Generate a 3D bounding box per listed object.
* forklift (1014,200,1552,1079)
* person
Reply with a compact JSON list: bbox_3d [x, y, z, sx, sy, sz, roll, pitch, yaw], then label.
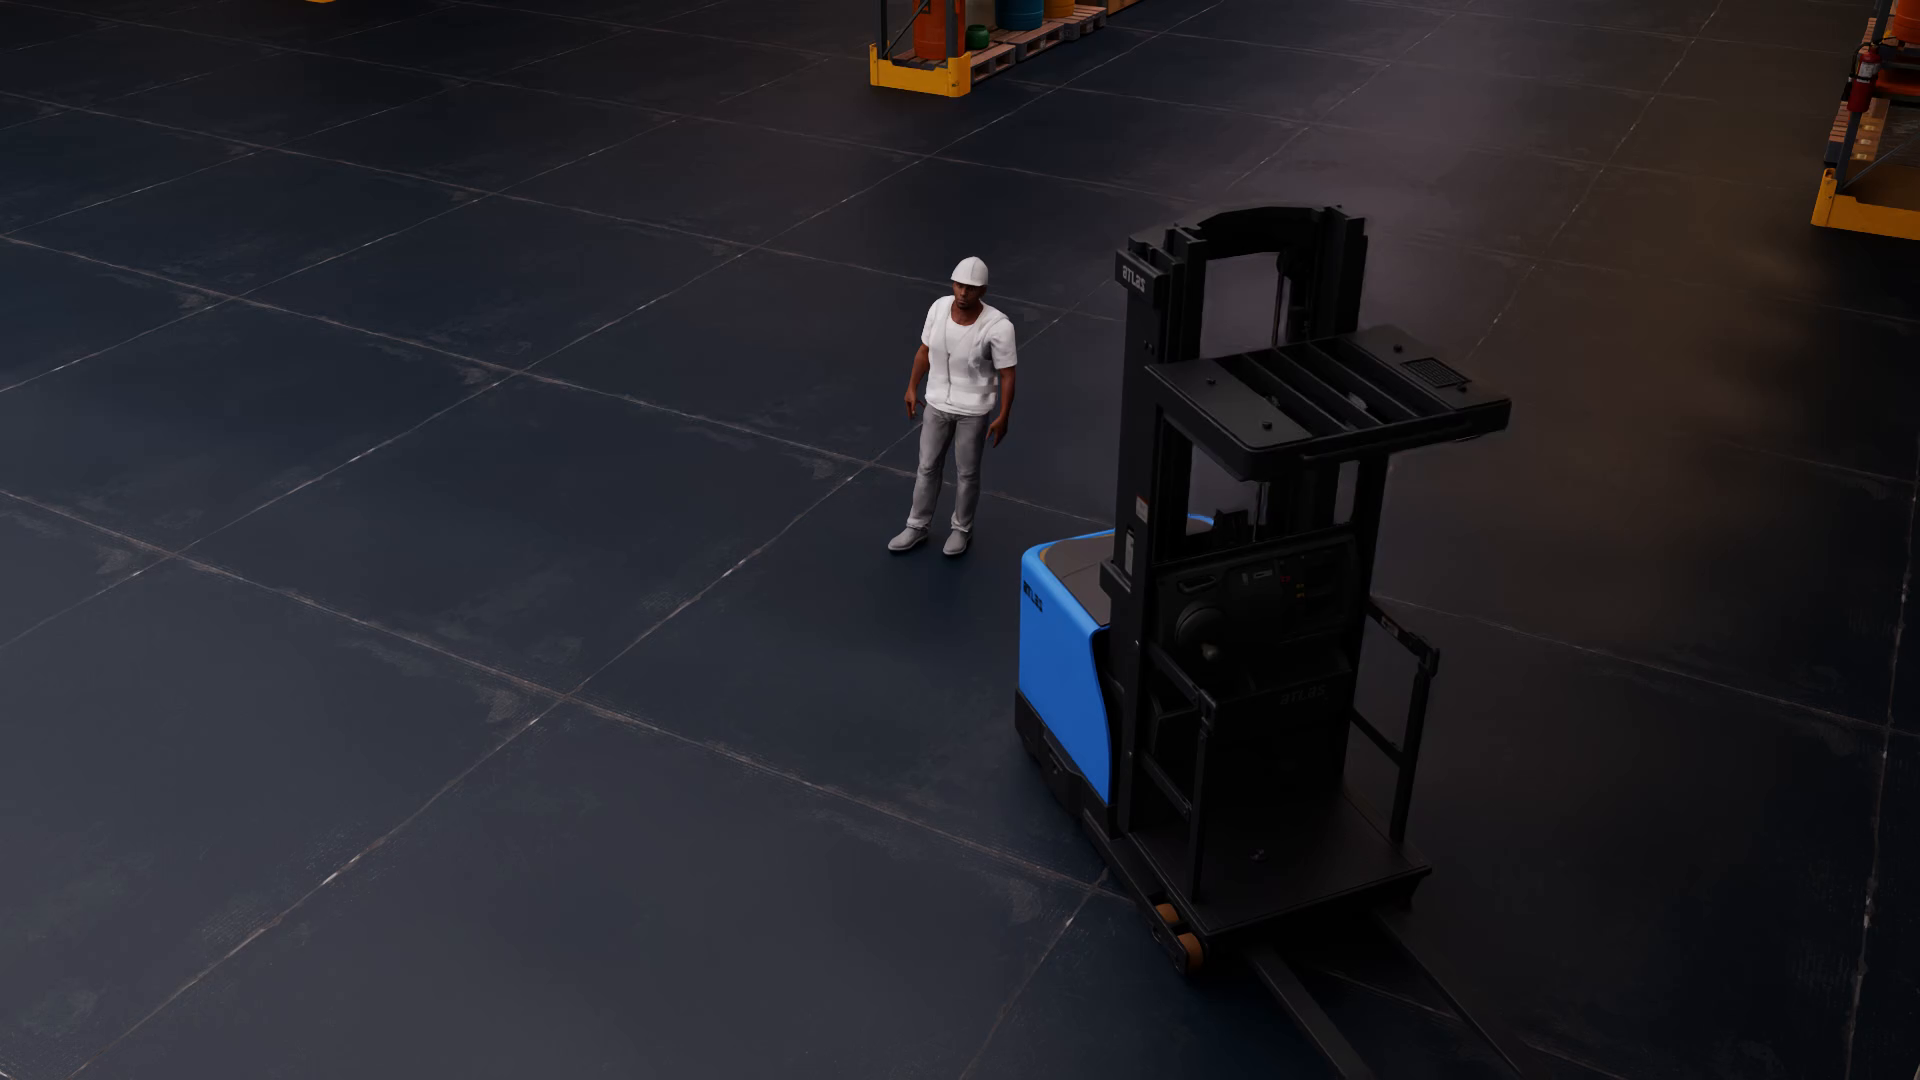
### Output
[{"bbox_3d":[1.296,0.285,6.577,1.130,2.935,3.031,-12,32,-19],"label":"forklift"},{"bbox_3d":[-0.038,-0.742,9.507,0.666,1.768,0.575,15,33,25],"label":"person"}]
